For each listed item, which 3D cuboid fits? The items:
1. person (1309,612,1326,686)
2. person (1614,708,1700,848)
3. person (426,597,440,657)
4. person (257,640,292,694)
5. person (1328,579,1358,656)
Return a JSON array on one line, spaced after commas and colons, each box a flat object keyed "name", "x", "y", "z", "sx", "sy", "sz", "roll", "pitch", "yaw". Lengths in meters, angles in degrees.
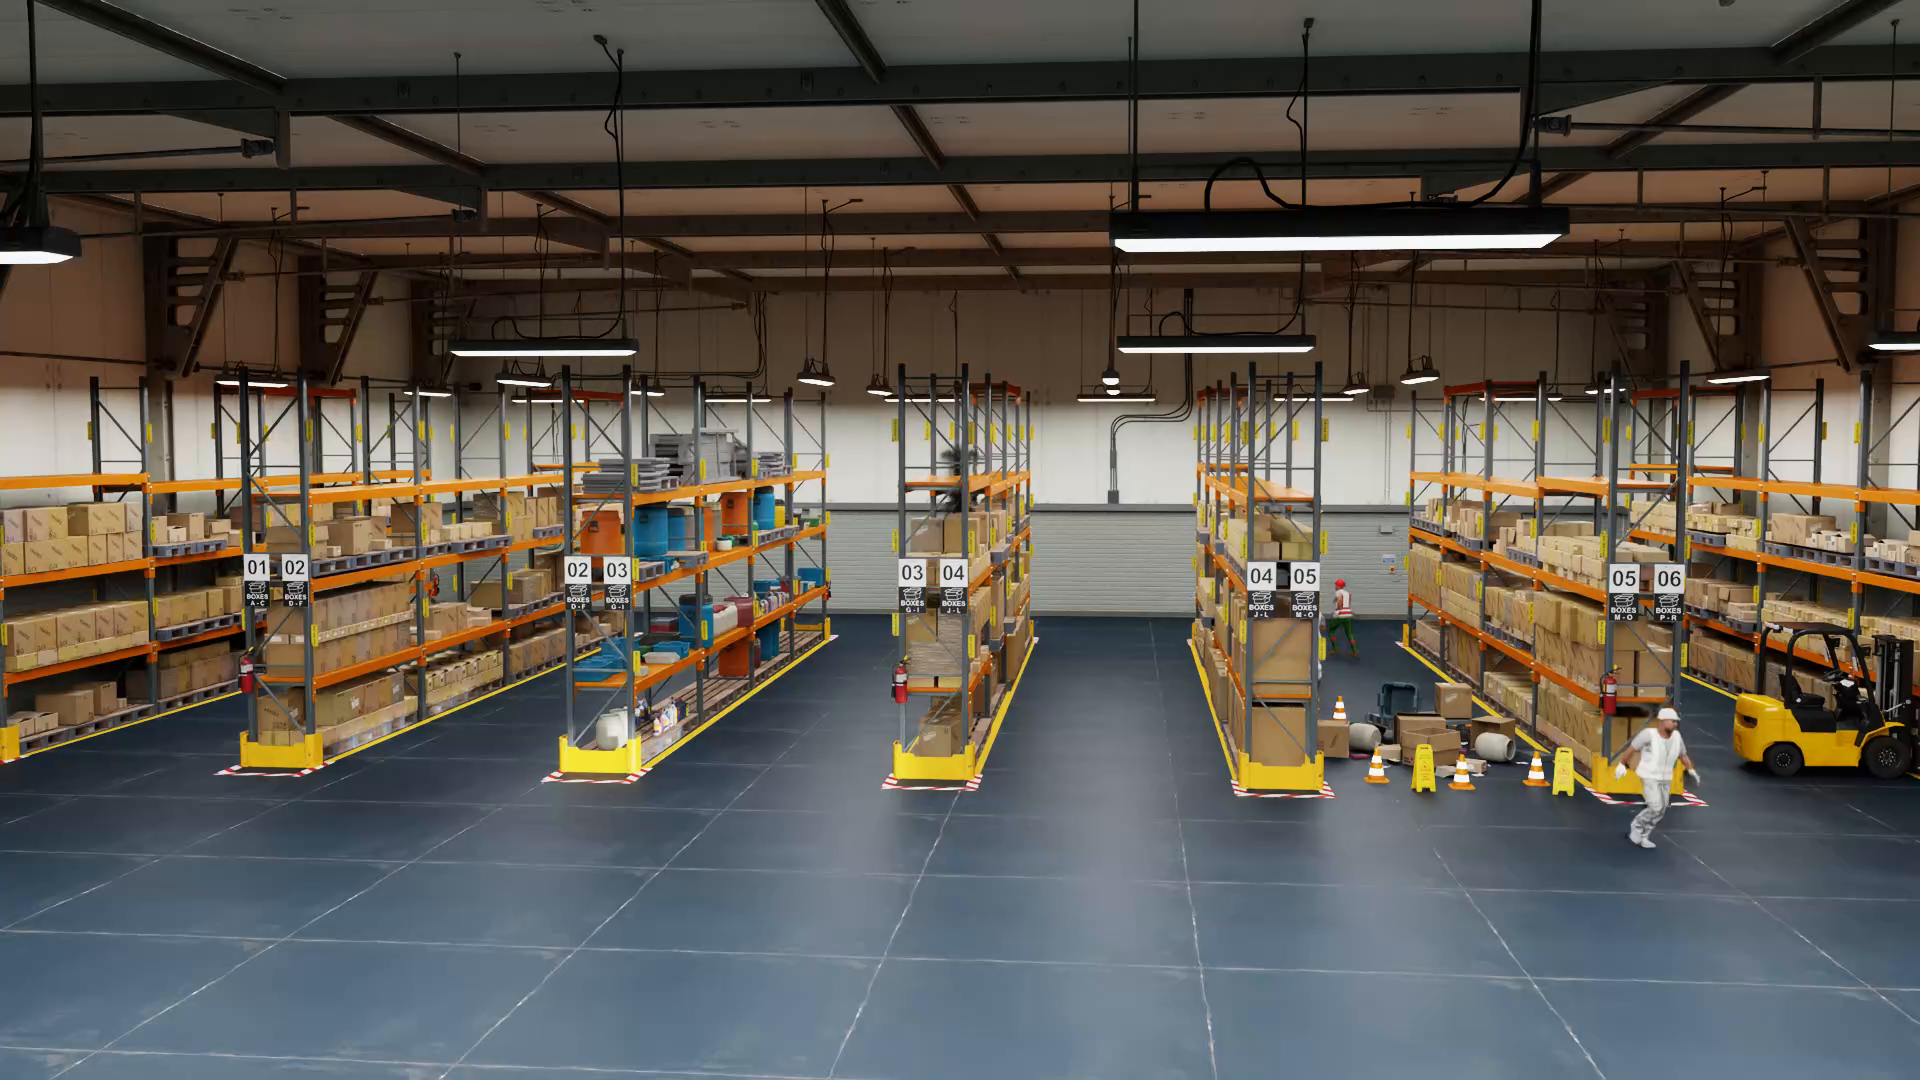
[{"name": "person", "x": 6.926, "y": 2.023, "z": 32.797, "sx": 0.675, "sy": 1.753, "sz": 0.940, "roll": 0, "pitch": 4, "yaw": -3}, {"name": "person", "x": 8.354, "y": 2.851, "z": 19.859, "sx": 0.689, "sy": 1.724, "sz": 0.809, "roll": -1, "pitch": 4, "yaw": -18}, {"name": "person", "x": -10.954, "y": 1.988, "z": 34.495, "sx": 0.541, "sy": 1.642, "sz": 0.705, "roll": 0, "pitch": 4, "yaw": 6}, {"name": "person", "x": -12.343, "y": 2.293, "z": 30.161, "sx": 0.726, "sy": 1.564, "sz": 0.945, "roll": -2, "pitch": 4, "yaw": -26}, {"name": "person", "x": 8.540, "y": 1.742, "z": 37.110, "sx": 0.619, "sy": 1.724, "sz": 0.972, "roll": -2, "pitch": 4, "yaw": -24}]
